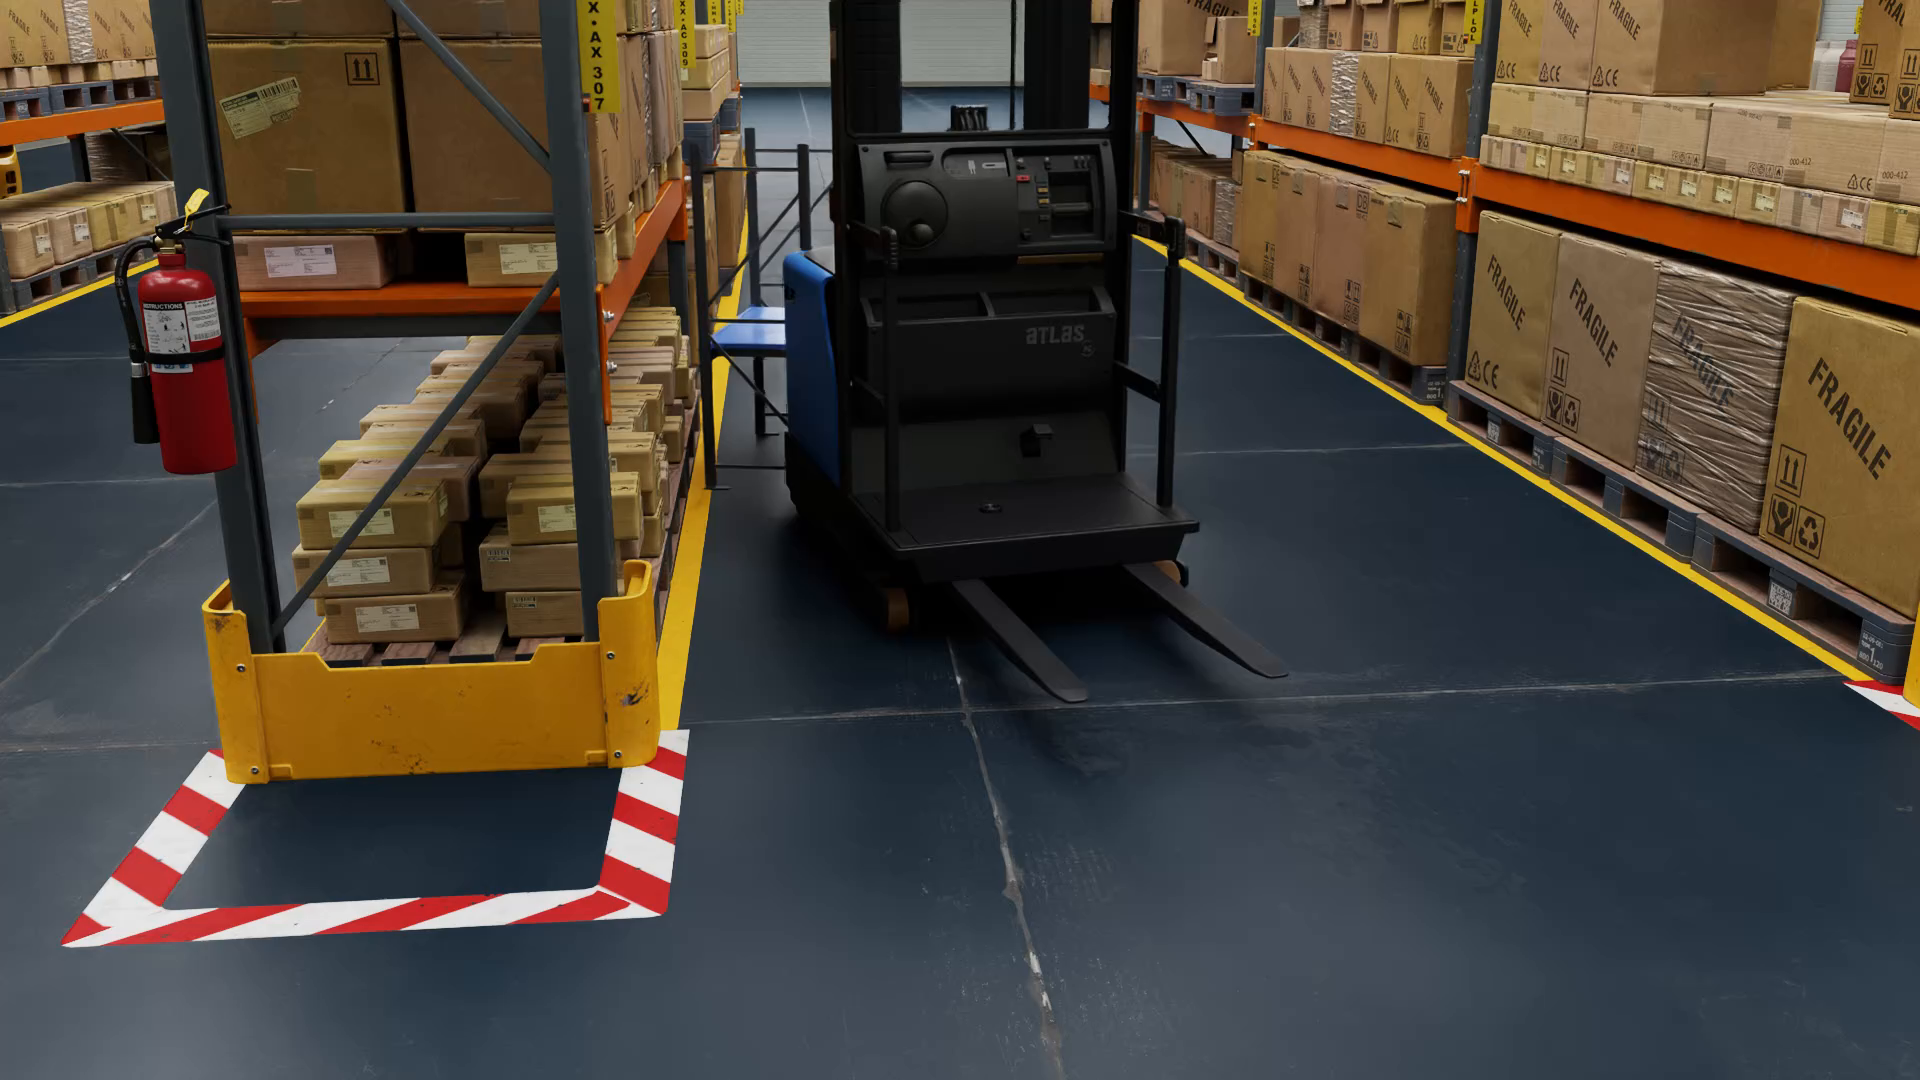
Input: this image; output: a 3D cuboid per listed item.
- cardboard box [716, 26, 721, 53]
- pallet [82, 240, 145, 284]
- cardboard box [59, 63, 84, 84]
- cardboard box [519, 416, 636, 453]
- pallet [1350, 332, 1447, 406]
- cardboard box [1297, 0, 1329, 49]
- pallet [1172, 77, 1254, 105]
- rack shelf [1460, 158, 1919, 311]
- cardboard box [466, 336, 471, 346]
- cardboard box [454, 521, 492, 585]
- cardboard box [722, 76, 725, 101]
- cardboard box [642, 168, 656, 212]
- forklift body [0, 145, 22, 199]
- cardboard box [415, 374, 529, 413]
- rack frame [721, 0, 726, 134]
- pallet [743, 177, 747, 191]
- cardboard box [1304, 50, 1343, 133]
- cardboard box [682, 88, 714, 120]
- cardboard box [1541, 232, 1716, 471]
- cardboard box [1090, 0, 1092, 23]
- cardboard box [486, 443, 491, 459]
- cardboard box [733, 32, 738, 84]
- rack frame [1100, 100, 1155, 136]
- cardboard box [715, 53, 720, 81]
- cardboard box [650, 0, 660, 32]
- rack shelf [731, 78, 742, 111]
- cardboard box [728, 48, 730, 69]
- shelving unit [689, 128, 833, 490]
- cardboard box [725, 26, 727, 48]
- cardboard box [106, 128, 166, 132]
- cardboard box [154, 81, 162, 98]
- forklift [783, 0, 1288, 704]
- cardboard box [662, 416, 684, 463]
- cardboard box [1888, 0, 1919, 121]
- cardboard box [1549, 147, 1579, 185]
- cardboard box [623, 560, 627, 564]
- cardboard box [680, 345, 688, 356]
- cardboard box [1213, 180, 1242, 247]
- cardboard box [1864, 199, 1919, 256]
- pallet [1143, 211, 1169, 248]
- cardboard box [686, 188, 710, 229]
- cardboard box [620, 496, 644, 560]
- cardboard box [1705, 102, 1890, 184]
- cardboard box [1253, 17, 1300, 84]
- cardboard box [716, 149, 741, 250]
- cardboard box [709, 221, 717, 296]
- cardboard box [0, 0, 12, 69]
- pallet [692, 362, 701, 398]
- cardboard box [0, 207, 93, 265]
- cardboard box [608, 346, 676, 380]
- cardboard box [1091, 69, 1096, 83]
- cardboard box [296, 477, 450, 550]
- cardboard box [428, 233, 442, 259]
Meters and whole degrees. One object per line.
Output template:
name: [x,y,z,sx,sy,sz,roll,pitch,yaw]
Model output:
cardboard box: [-1.579,-2.880,9.569,0.380,0.149,0.250,-1,17,-4]
pallet: [-7.389,-2.273,13.565,1.003,0.211,1.213,-2,18,-6]
cardboard box: [-7.155,-3.674,13.090,0.380,0.149,0.250,-1,17,-4]
cardboard box: [-1.320,-0.327,5.776,0.380,0.149,0.250,-3,18,-8]
pallet: [2.928,-1.020,9.572,1.003,0.211,1.213,-2,18,-6]
cardboard box: [2.729,-3.622,11.365,0.797,0.503,0.637,-1,17,-4]
pallet: [2.425,-3.811,14.129,1.003,0.211,1.213,-2,18,-6]
rack shelf: [3.288,-1.183,6.639,1.077,0.370,4.000,-2,18,-6]
cardboard box: [-2.063,-0.930,7.698,0.380,0.149,0.250,-1,17,-3]
cardboard box: [-1.780,0.047,5.578,0.380,0.149,0.250,-2,18,-6]
cardboard box: [-1.639,-2.756,10.167,0.380,0.149,0.250,-1,17,-4]
cardboard box: [-1.367,-1.338,6.350,0.380,0.149,0.250,-1,17,-5]
forklift body: [-10.939,-4.323,16.858,2.313,2.155,1.214,-2,18,-6]
cardboard box: [-1.897,-0.548,6.480,0.380,0.149,0.250,-2,18,-5]
rack frame: [-2.687,-4.383,15.629,1.000,3.000,0.127,-2,18,-6]
pallet: [-2.939,-4.008,19.092,1.003,0.211,1.213,-2,18,-6]
cardboard box: [2.561,-2.903,10.748,0.500,0.500,0.500,-2,18,-7]
cardboard box: [-1.445,-2.211,8.431,0.380,0.149,0.250,-3,18,-8]
cardboard box: [3.163,-0.842,7.197,0.875,0.875,0.875,-2,18,-6]
cardboard box: [1.675,-6.043,18.584,0.500,0.500,0.500,-2,18,-6]
cardboard box: [-1.909,-0.247,6.017,0.380,0.149,0.250,-2,17,-5]
cardboard box: [-2.938,-5.374,18.535,0.875,0.550,0.550,-2,18,-6]
rack frame: [1.844,-5.698,19.818,1.000,3.000,0.127,-2,18,-6]
cardboard box: [-1.558,-2.665,9.380,0.380,0.149,0.250,-1,17,-3]
cardboard box: [-1.447,-2.227,6.431,0.500,0.500,0.500,-1,17,-4]
rack shelf: [-2.893,-4.635,17.635,1.077,0.370,4.000,-2,18,-6]
cardboard box: [-1.771,-3.280,11.340,0.380,0.149,0.250,-1,17,-5]
shelving unit: [-0.828,-1.090,7.644,0.538,1.500,1.048,2,18,6]
cardboard box: [-1.717,-3.271,10.812,0.380,0.149,0.250,-1,17,-4]
cardboard box: [-7.982,-3.765,16.301,0.500,0.500,0.500,-1,17,-5]
cardboard box: [-7.314,-4.184,15.415,0.380,0.149,0.250,-2,18,-6]
forklift: [0.168,-1.207,5.630,1.130,2.935,3.031,-5,18,-16]
cardboard box: [-1.376,-0.425,7.081,0.380,0.149,0.250,-2,18,-6]
cardboard box: [3.183,-1.496,4.936,0.500,0.500,0.500,-2,17,-5]
cardboard box: [2.865,-1.669,7.405,0.380,0.149,0.250,-2,18,-7]
cardboard box: [-1.326,0.037,5.610,0.380,0.149,0.250,-2,17,-5]
cardboard box: [-1.473,-0.817,7.834,0.380,0.149,0.250,-3,18,-8]
cardboard box: [2.511,-2.695,13.693,0.700,0.500,0.500,-3,18,-10]
cardboard box: [3.102,-0.984,5.223,0.380,0.149,0.250,-2,18,-5]
pallet: [2.339,-2.944,15.701,1.003,0.211,1.213,-2,18,-6]
cardboard box: [-1.843,-2.059,10.447,0.500,0.250,0.500,-1,17,-4]
cardboard box: [-1.220,-0.037,5.349,0.380,0.149,0.250,-2,18,-6]
cardboard box: [3.076,-1.440,6.010,0.500,0.250,0.500,-2,18,-8]
cardboard box: [2.574,-3.722,12.656,0.500,0.500,0.500,-4,18,-12]
cardboard box: [-2.341,-2.763,13.524,1.050,0.750,0.750,-2,17,-5]
cardboard box: [-1.897,-1.856,11.053,0.500,0.500,0.500,-1,17,-3]
cardboard box: [-7.004,-3.539,11.578,0.500,0.500,0.500,-2,18,-7]
pallet: [-1.944,-0.901,9.194,1.003,0.211,1.213,-2,18,-6]
cardboard box: [-7.320,-2.343,12.818,0.950,0.372,0.625,-2,18,-7]
cardboard box: [-1.399,-0.719,7.024,0.380,0.149,0.250,-3,18,-8]
cardboard box: [1.701,-5.262,18.848,0.380,0.149,0.250,-2,18,-6]
cardboard box: [-1.756,-0.081,4.994,0.380,0.149,0.250,-2,17,-5]
cardboard box: [-1.793,-0.926,5.037,0.380,0.149,0.250,-2,18,-6]
